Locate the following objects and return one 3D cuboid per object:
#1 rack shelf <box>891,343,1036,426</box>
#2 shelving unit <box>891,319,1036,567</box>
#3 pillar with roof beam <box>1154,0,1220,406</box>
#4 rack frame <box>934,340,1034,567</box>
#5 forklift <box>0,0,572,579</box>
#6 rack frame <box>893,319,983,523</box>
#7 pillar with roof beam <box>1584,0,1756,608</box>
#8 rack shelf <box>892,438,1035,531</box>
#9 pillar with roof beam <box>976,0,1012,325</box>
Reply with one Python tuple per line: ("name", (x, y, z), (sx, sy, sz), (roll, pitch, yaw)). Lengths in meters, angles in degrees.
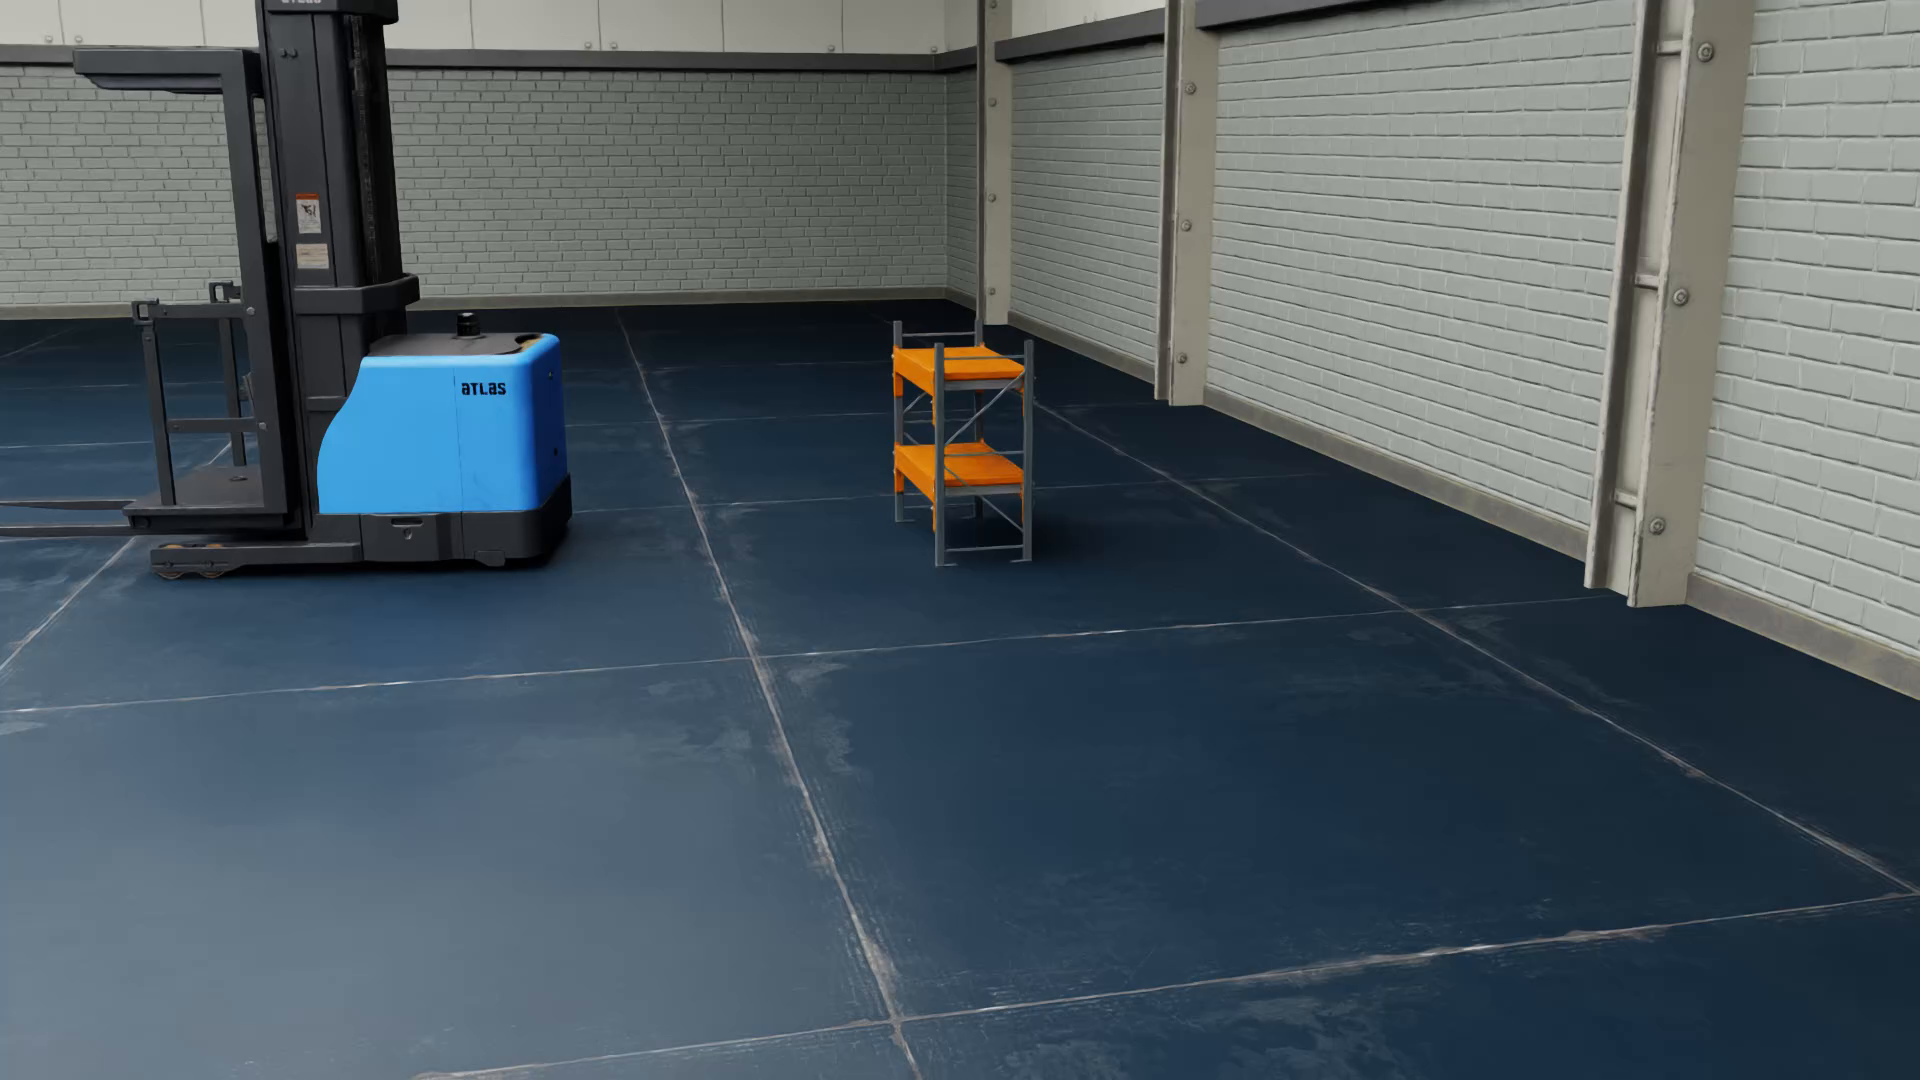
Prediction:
("rack shelf", (0.002, -0.829, 8.718), (0.538, 0.278, 1.000), (-3, 14, -13))
("shelving unit", (0.002, -0.545, 8.787), (0.538, 1.125, 1.048), (-3, 14, -13))
("pillar with roof beam", (-2.391, -5.259, 11.491), (9.100, 9.000, 0.400), (-3, 14, -13))
("rack frame", (0.121, -0.428, 8.307), (0.500, 1.125, 0.032), (-3, 14, -13))
("forklift", (-3.622, -1.364, 8.335), (3.031, 2.935, 1.130), (-1, 14, -4))
("rack frame", (-0.118, -0.662, 9.267), (0.500, 1.125, 0.032), (-3, 14, -13))
("pillar with roof beam", (-0.982, -3.874, 5.825), (9.100, 9.000, 0.400), (-3, 14, -13))
("rack shelf", (0.002, -0.307, 8.845), (0.538, 0.278, 1.000), (-3, 14, -13))
("pillar with roof beam", (-3.800, -6.643, 17.156), (9.100, 9.000, 0.400), (-3, 14, -13))
